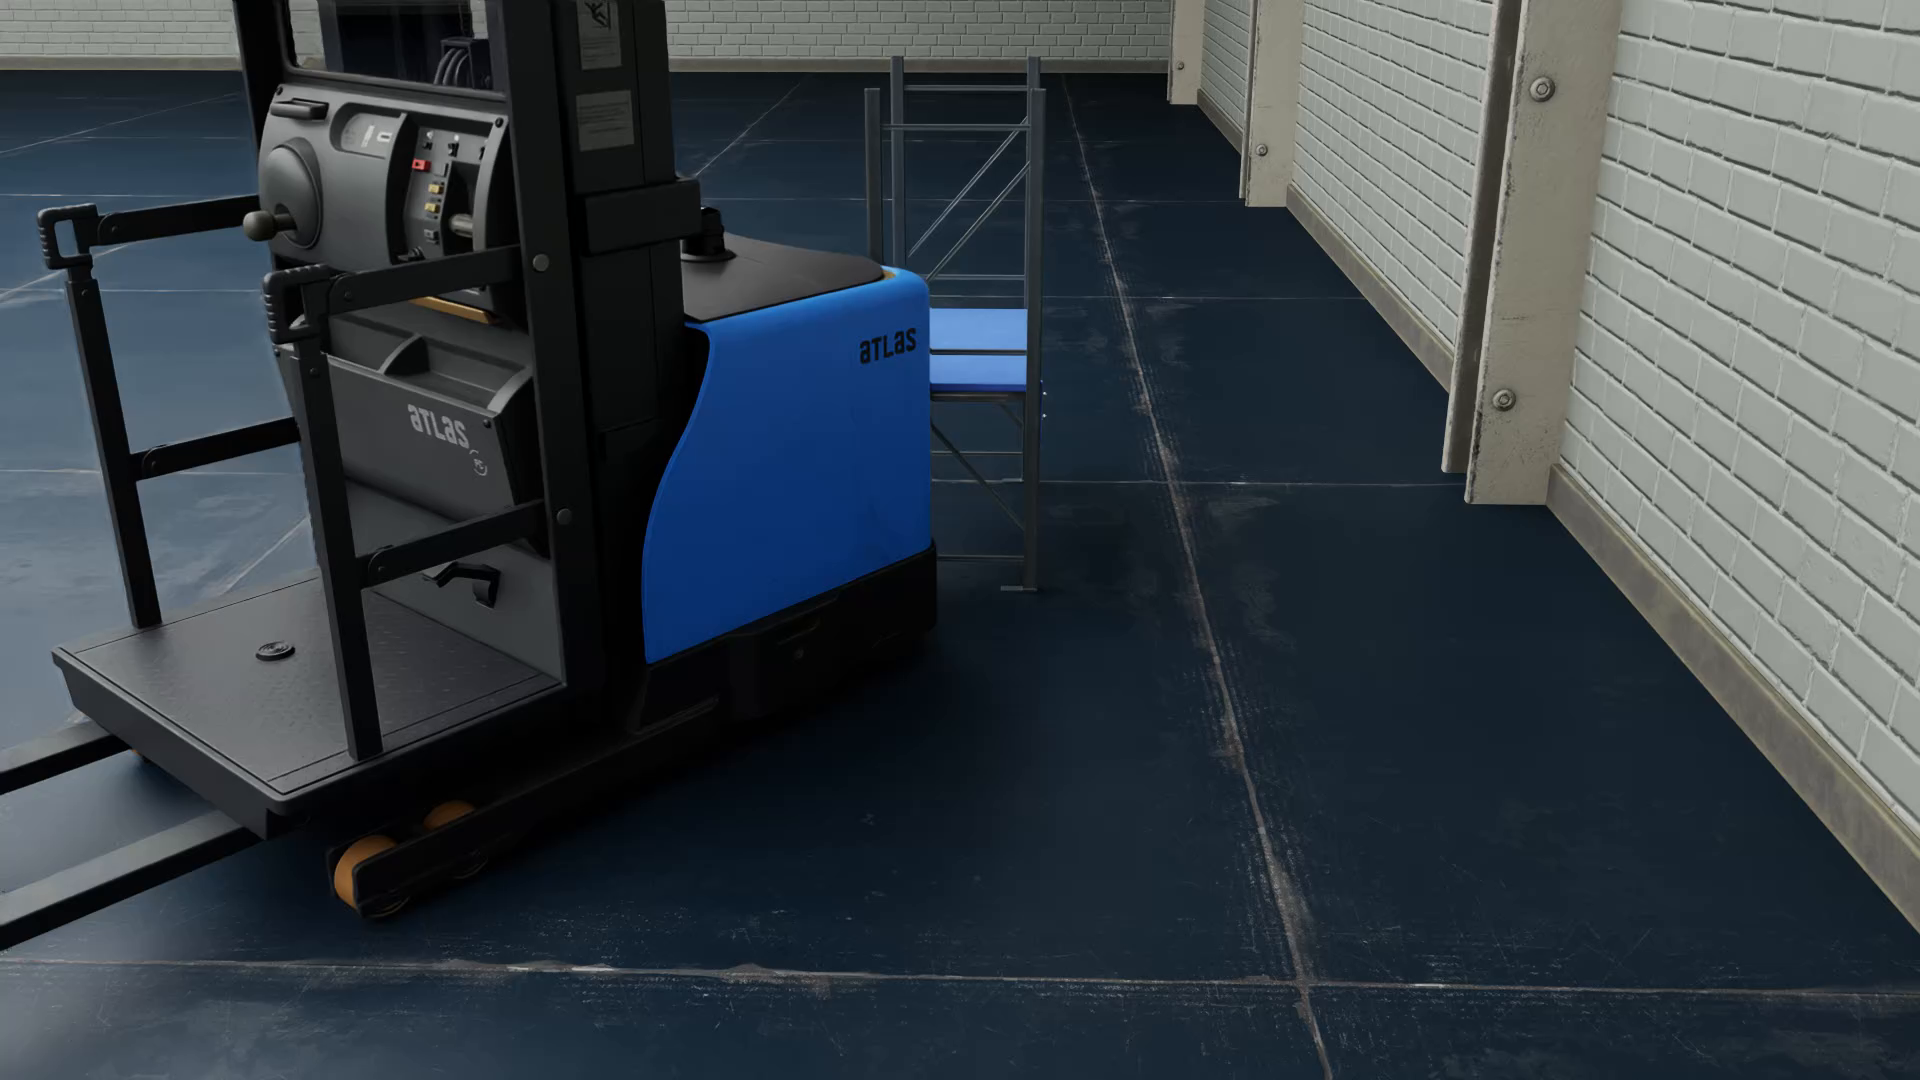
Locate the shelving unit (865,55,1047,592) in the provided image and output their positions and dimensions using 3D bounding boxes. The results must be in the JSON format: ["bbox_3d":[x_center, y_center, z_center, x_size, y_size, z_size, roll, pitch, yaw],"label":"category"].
[{"bbox_3d":[0.003,-0.730,5.337,0.538,1.500,1.048,1,21,2],"label":"shelving unit"}]

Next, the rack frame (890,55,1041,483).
[{"bbox_3d":[0.018,-0.914,5.811,0.500,1.500,0.032,1,21,2],"label":"rack frame"}]

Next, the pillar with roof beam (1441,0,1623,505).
[{"bbox_3d":[-2.354,-4.440,4.532,9.100,9.000,0.400,1,21,2],"label":"pillar with roof beam"}]

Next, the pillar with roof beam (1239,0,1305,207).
[{"bbox_3d":[-2.171,-6.610,10.123,9.100,9.000,0.400,1,21,2],"label":"pillar with roof beam"}]

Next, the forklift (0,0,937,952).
[{"bbox_3d":[-1.413,-0.782,3.492,1.130,2.935,3.031,18,27,38],"label":"forklift"}]

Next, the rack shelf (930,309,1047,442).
[{"bbox_3d":[0.003,-0.562,5.402,0.538,0.185,1.000,1,21,2],"label":"rack shelf"}]

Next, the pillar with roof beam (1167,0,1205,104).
[{"bbox_3d":[-1.989,-8.779,15.714,9.100,9.000,0.400,1,21,2],"label":"pillar with roof beam"}]

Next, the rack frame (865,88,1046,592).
[{"bbox_3d":[-0.013,-0.546,4.863,0.500,1.500,0.032,1,21,2],"label":"rack frame"}]
